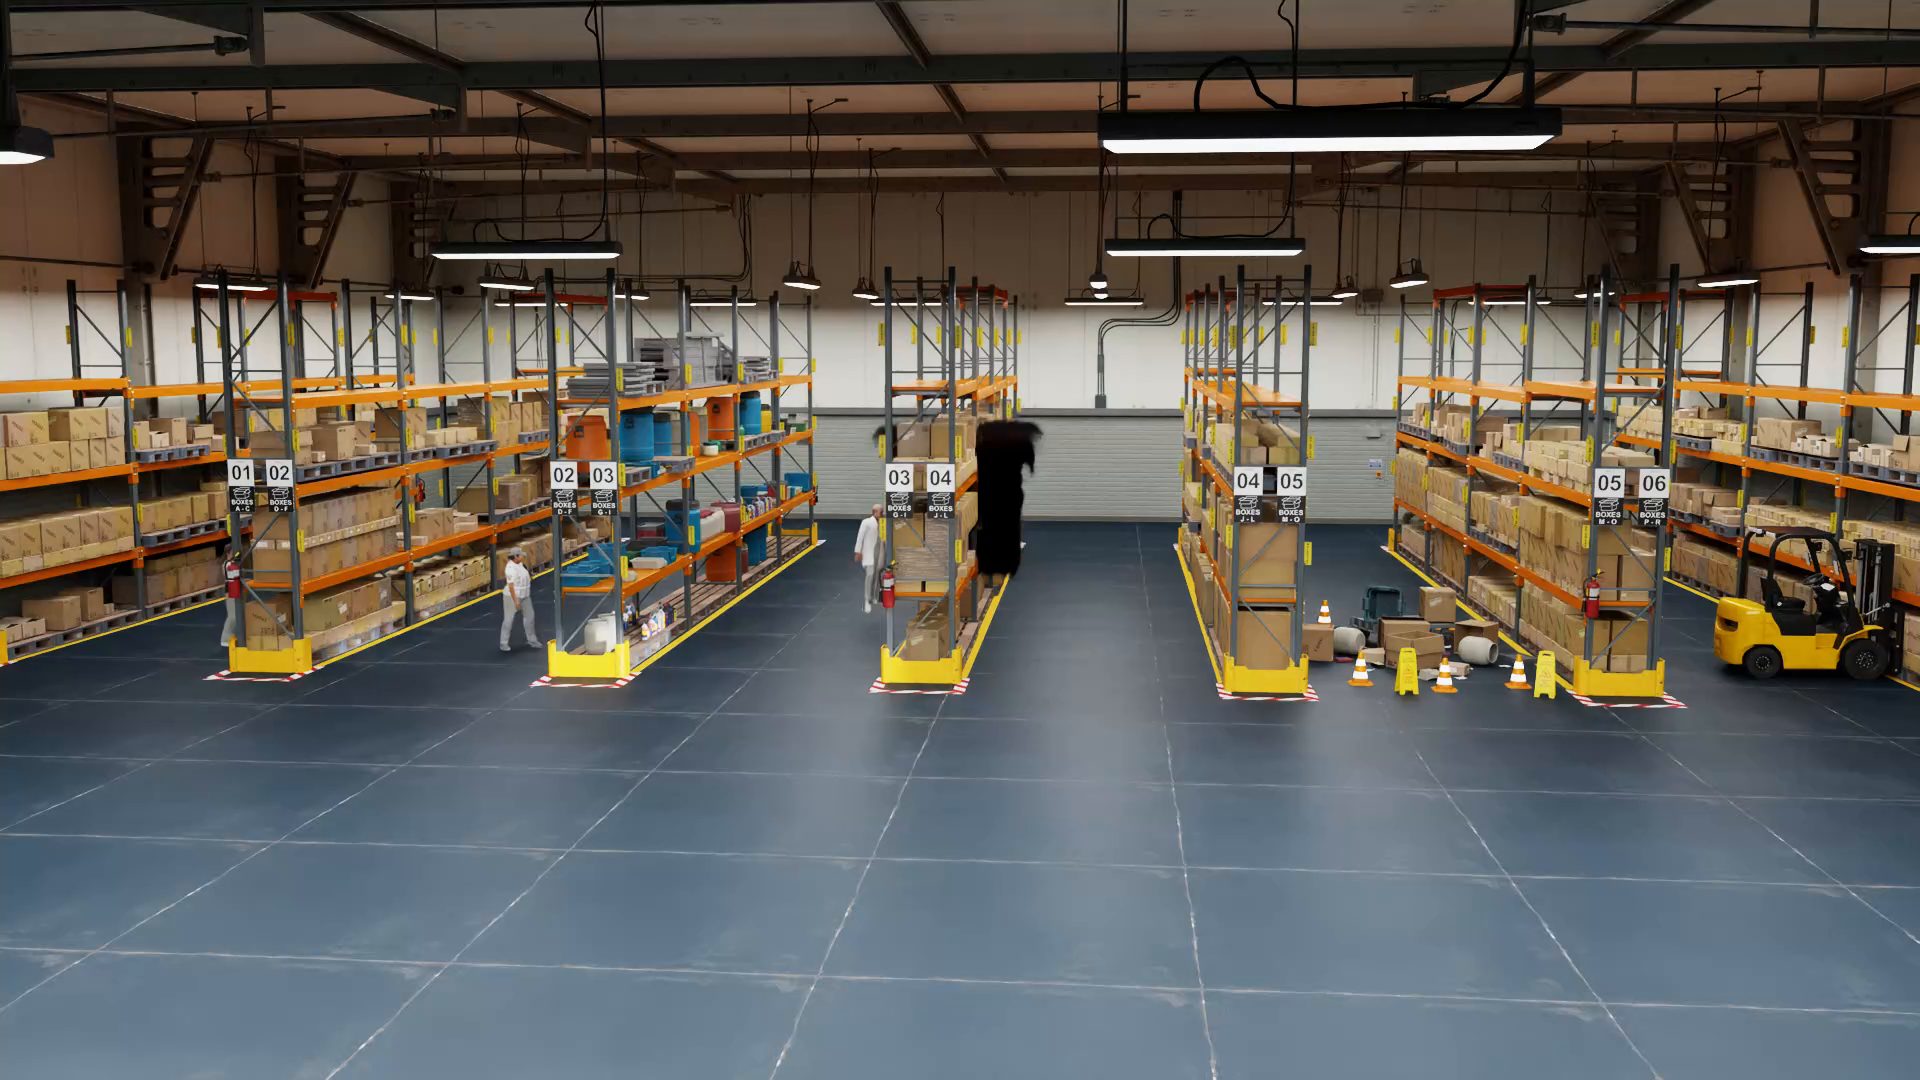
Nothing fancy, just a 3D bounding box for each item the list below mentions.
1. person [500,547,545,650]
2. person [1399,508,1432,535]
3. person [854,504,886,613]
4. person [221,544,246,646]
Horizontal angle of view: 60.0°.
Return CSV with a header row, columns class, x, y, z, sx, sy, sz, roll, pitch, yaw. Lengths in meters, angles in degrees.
class,x,y,z,sx,sy,sz,roll,pitch,yaw
person,-7.108,0.946,26.808,0.528,1.695,0.661,3,7,22
person,11.412,-0.881,41.564,1.097,1.681,0.633,-2,7,-13
person,-1.541,0.309,29.246,0.664,1.879,0.570,-3,8,-23
person,-11.787,0.893,27.126,0.544,1.676,0.450,-2,7,-16
